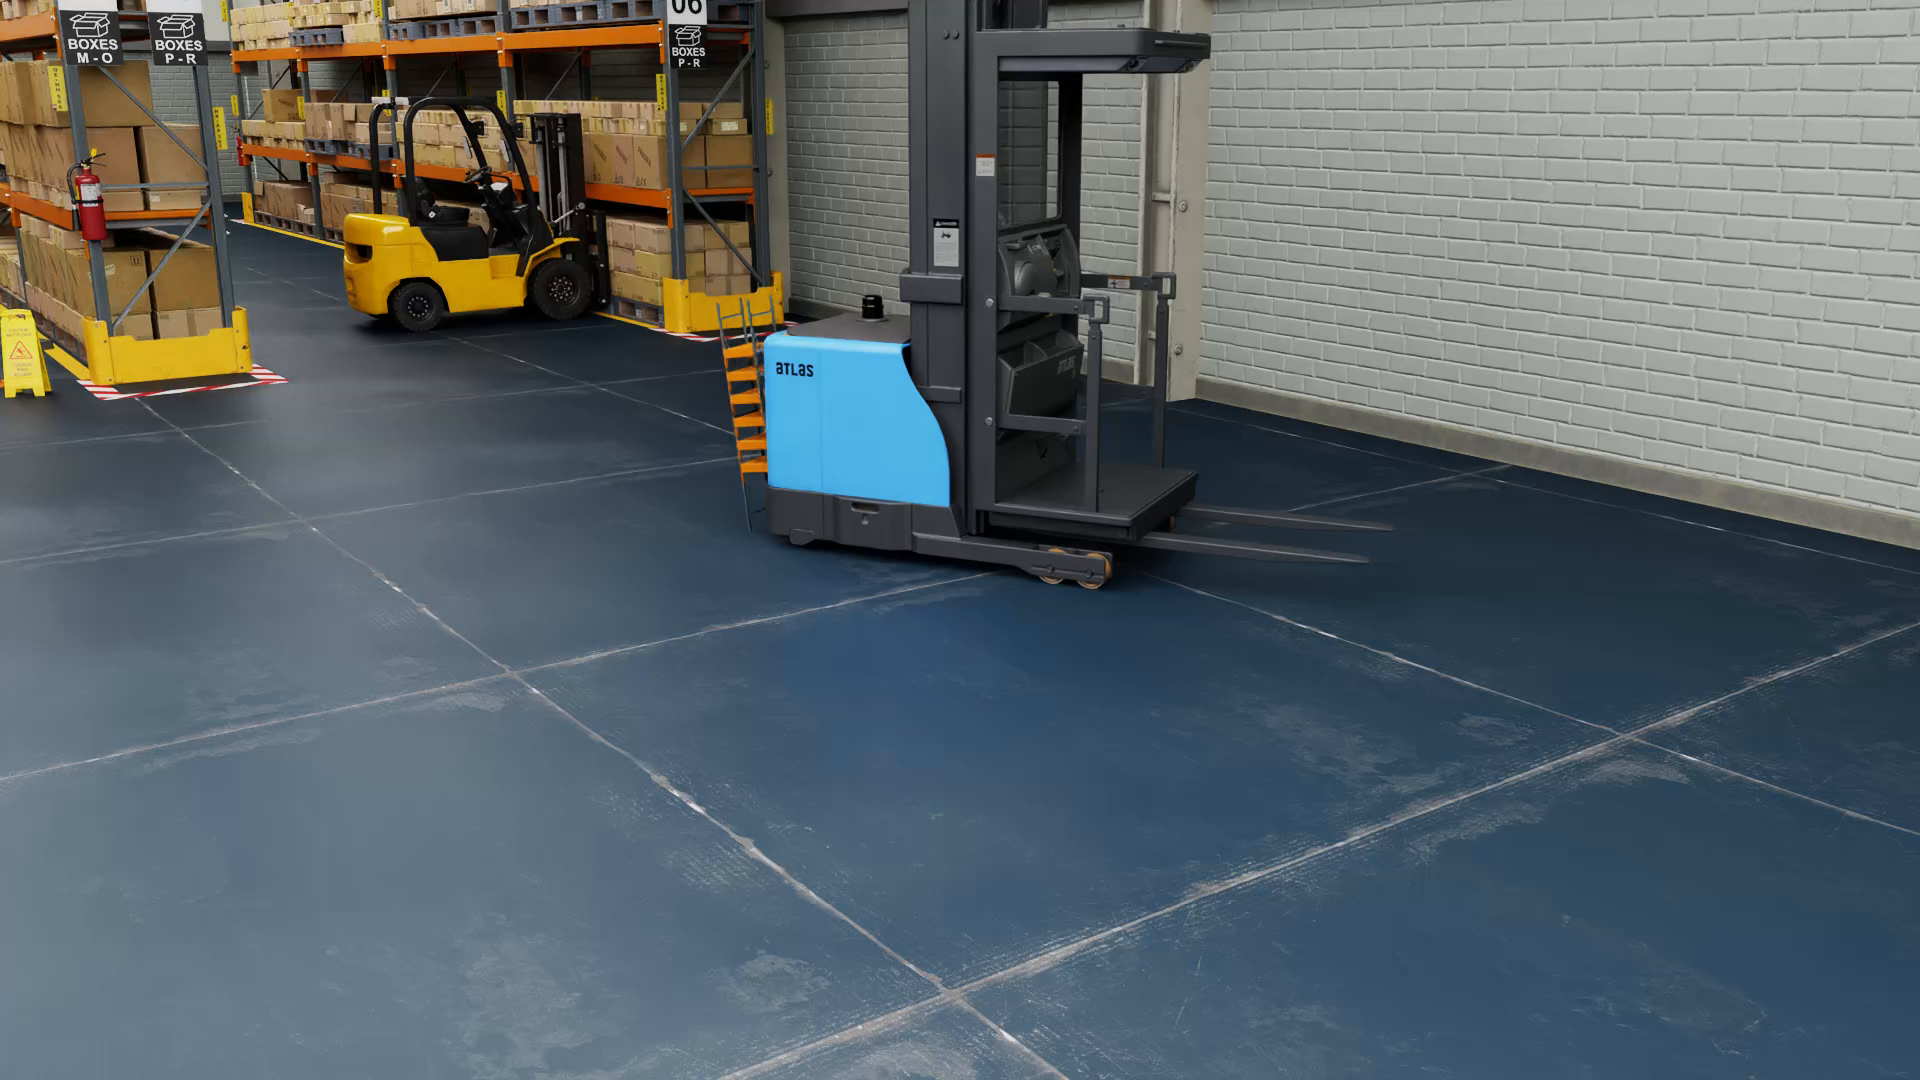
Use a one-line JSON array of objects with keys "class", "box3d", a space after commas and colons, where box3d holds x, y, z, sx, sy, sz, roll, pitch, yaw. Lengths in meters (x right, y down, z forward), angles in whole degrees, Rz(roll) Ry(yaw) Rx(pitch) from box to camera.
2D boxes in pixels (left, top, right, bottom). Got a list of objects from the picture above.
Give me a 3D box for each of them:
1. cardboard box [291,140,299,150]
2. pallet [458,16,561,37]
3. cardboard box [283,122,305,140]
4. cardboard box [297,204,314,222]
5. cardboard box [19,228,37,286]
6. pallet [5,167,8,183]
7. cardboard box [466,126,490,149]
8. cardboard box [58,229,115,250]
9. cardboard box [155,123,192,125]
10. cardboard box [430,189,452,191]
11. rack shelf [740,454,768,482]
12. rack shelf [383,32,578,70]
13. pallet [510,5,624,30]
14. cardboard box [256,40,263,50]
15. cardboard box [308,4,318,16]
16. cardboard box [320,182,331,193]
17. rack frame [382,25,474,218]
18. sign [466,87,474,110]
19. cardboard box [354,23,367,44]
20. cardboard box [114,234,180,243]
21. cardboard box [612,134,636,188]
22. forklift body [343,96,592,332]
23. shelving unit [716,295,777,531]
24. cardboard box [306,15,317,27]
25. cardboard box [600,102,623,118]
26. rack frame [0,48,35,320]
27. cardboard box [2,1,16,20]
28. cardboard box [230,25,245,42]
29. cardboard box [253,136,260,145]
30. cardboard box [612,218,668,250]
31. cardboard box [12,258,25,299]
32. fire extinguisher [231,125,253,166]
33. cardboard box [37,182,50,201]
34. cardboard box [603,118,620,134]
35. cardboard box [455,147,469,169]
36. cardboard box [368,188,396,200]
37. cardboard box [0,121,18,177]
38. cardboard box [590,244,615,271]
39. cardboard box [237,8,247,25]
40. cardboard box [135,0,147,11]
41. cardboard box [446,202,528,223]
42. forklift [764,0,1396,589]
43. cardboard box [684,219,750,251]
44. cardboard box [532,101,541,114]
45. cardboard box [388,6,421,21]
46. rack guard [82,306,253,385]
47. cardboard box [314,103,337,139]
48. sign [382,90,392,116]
[{"class": "cardboard box", "box3d": [-10.087, -6.104, 25.671, 0.380, 0.149, 0.250, -10, 18, -33]}, {"class": "pallet", "box3d": [-5.177, -5.925, 19.221, 0.805, 0.209, 1.217, -12, 19, -37]}, {"class": "cardboard box", "box3d": [-10.155, -6.339, 25.774, 0.500, 0.250, 0.500, -11, 19, -34]}, {"class": "cardboard box", "box3d": [-10.127, -5.126, 26.005, 0.396, 0.266, 0.258, -10, 18, -33]}, {"class": "cardboard box", "box3d": [-8.533, -2.683, 15.688, 0.500, 0.500, 0.500, -10, 18, -32]}, {"class": "pallet", "box3d": [-8.993, -3.706, 16.797, 1.003, 0.211, 1.213, -11, 19, -35]}, {"class": "cardboard box", "box3d": [-5.452, -4.726, 19.500, 0.500, 0.250, 0.500, -11, 19, -36]}, {"class": "cardboard box", "box3d": [-7.261, -2.508, 13.821, 0.380, 0.149, 0.250, -10, 18, -33]}, {"class": "cardboard box", "box3d": [-6.671, -3.204, 13.849, 0.500, 0.500, 0.500, -10, 18, -33]}, {"class": "cardboard box", "box3d": [-7.189, -4.768, 23.027, 0.380, 0.149, 0.250, -10, 18, -33]}, {"class": "rack shelf", "box3d": [-1.008, -0.381, 8.735, 0.180, 0.103, 0.258, -1, 14, 26]}, {"class": "rack shelf", "box3d": [-5.824, -5.911, 20.170, 1.077, 0.370, 4.000, -11, 19, -35]}, {"class": "pallet", "box3d": [-4.126, -5.610, 17.876, 1.003, 0.211, 1.213, -11, 19, -35]}, {"class": "cardboard box", "box3d": [-10.882, -7.825, 26.279, 0.380, 0.149, 0.250, -11, 19, -34]}, {"class": "cardboard box", "box3d": [-9.029, -7.523, 23.624, 0.380, 0.149, 0.250, -11, 19, -35]}, {"class": "cardboard box", "box3d": [-9.356, -5.284, 24.911, 0.380, 0.149, 0.250, -10, 18, -32]}, {"class": "rack frame", "box3d": [-7.000, -5.238, 22.032, 1.000, 3.000, 0.127, -11, 19, -35]}, {"class": "sign", "box3d": [-6.553, -5.883, 22.196, 0.100, 0.325, 0.005, -11, 19, -35]}, {"class": "cardboard box", "box3d": [-7.795, -6.792, 22.310, 0.500, 0.250, 0.500, -11, 19, -34]}, {"class": "cardboard box", "box3d": [-7.174, -2.436, 14.787, 0.500, 0.500, 0.500, -10, 18, -33]}, {"class": "cardboard box", "box3d": [-3.096, -3.754, 16.422, 0.500, 0.500, 0.500, -10, 18, -33]}, {"class": "forklift body", "box3d": [-4.887, -3.242, 16.347, 2.313, 2.155, 1.214, -11, 19, -35]}, {"class": "shelving unit", "box3d": [-1.041, -0.657, 8.675, 0.189, 1.200, 0.258, -1, 14, 26]}, {"class": "cardboard box", "box3d": [-9.066, -7.376, 23.653, 0.380, 0.149, 0.250, -11, 19, -34]}, {"class": "cardboard box", "box3d": [-3.353, -4.281, 16.552, 0.380, 0.149, 0.250, -10, 18, -33]}, {"class": "rack frame", "box3d": [-8.661, -3.613, 16.093, 1.000, 3.000, 0.127, -11, 19, -35]}, {"class": "cardboard box", "box3d": [-7.989, -4.545, 14.292, 0.380, 0.149, 0.250, -11, 19, -36]}, {"class": "cardboard box", "box3d": [-11.664, -8.327, 27.357, 0.500, 0.250, 0.500, -11, 19, -35]}, {"class": "cardboard box", "box3d": [-11.546, -6.665, 27.722, 0.380, 0.149, 0.250, -10, 18, -33]}, {"class": "cardboard box", "box3d": [-3.124, -3.046, 16.543, 0.500, 0.250, 0.500, -10, 18, -34]}, {"class": "cardboard box", "box3d": [-8.972, -2.659, 16.792, 0.950, 0.372, 0.625, -11, 19, -34]}, {"class": "fire extinguisher", "box3d": [-12.164, -6.689, 28.185, 0.296, 0.674, 0.183, -11, 19, -35]}, {"class": "cardboard box", "box3d": [-7.820, -3.050, 14.515, 0.380, 0.149, 0.250, -11, 19, -35]}, {"class": "cardboard box", "box3d": [-3.336, -4.141, 16.604, 0.380, 0.149, 0.250, -12, 19, -36]}, {"class": "cardboard box", "box3d": [-5.724, -4.596, 19.969, 0.500, 0.250, 0.500, -11, 19, -34]}, {"class": "cardboard box", "box3d": [-8.066, -4.847, 23.314, 0.380, 0.149, 0.250, -11, 19, -35]}, {"class": "cardboard box", "box3d": [-8.628, -3.667, 15.539, 0.500, 0.500, 0.500, -11, 19, -35]}, {"class": "cardboard box", "box3d": [-3.442, -2.918, 17.023, 0.500, 0.250, 0.500, -11, 19, -36]}, {"class": "cardboard box", "box3d": [-11.362, -8.460, 26.896, 0.500, 0.250, 0.500, -11, 19, -35]}, {"class": "cardboard box", "box3d": [-6.242, -4.205, 13.052, 0.380, 0.149, 0.250, -11, 19, -34]}, {"class": "cardboard box", "box3d": [-5.858, -3.878, 20.765, 0.875, 0.625, 0.625, -12, 19, -37]}, {"class": "forklift", "box3d": [0.571, -1.345, 7.938, 3.031, 2.935, 1.130, 7, 17, 24]}, {"class": "cardboard box", "box3d": [-2.426, -3.020, 16.448, 0.500, 0.250, 0.500, -11, 19, -35]}, {"class": "cardboard box", "box3d": [-4.460, -4.735, 18.213, 0.380, 0.149, 0.250, -11, 19, -34]}, {"class": "cardboard box", "box3d": [-7.041, -6.701, 21.154, 0.380, 0.166, 0.250, -11, 19, -35]}, {"class": "rack guard", "box3d": [-6.354, -1.569, 13.362, 1.175, 0.500, 0.348, -11, 19, -35]}, {"class": "cardboard box", "box3d": [-8.944, -6.094, 24.176, 0.700, 0.500, 0.500, -11, 19, -34]}, {"class": "sign", "box3d": [-7.434, -5.672, 21.574, 0.100, 0.325, 0.005, -11, 19, -35]}]
